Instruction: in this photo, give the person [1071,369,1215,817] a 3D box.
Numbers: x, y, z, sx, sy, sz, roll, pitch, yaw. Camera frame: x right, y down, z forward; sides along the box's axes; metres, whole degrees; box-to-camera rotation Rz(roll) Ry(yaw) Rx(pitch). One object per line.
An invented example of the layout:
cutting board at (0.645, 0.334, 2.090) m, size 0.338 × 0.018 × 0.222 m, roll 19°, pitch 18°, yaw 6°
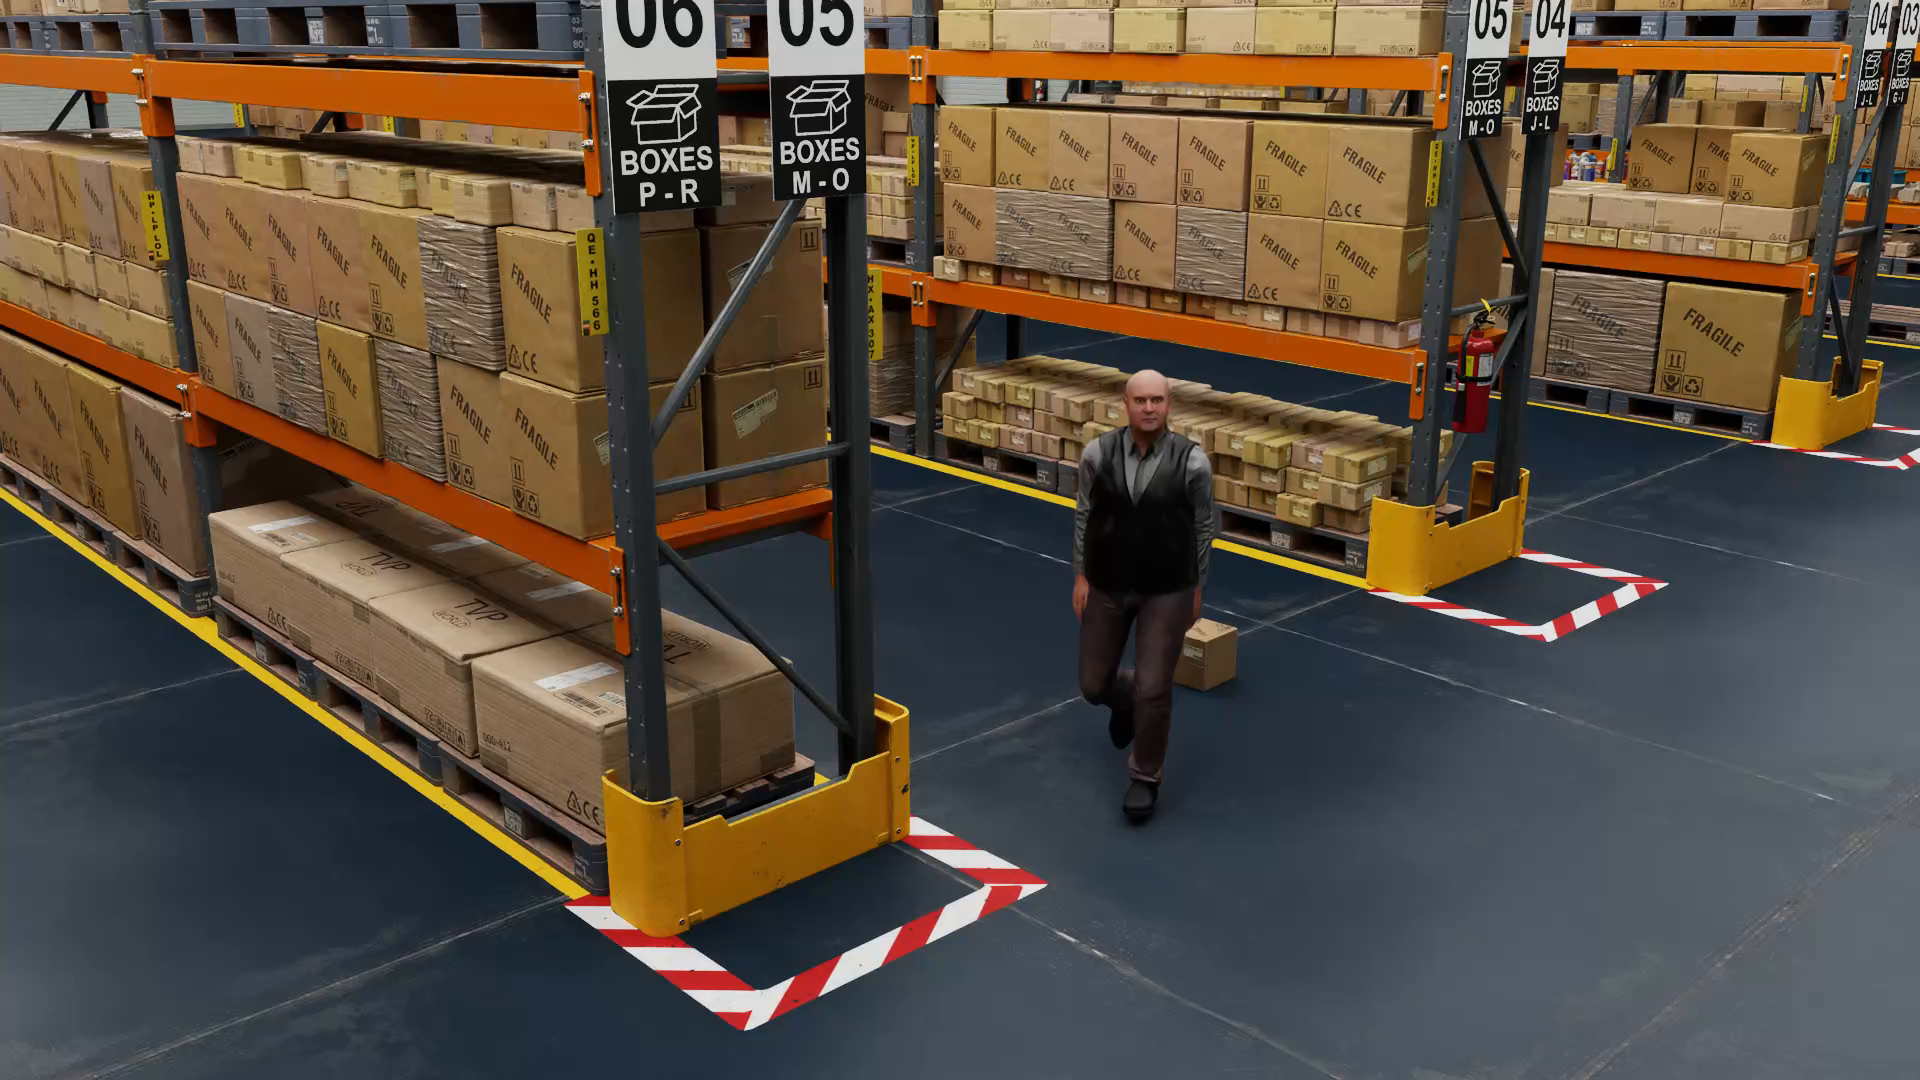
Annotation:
person at (0.704, 0.177, 6.452) m, size 0.542 × 1.709 × 0.646 m, roll 5°, pitch 18°, yaw 16°
